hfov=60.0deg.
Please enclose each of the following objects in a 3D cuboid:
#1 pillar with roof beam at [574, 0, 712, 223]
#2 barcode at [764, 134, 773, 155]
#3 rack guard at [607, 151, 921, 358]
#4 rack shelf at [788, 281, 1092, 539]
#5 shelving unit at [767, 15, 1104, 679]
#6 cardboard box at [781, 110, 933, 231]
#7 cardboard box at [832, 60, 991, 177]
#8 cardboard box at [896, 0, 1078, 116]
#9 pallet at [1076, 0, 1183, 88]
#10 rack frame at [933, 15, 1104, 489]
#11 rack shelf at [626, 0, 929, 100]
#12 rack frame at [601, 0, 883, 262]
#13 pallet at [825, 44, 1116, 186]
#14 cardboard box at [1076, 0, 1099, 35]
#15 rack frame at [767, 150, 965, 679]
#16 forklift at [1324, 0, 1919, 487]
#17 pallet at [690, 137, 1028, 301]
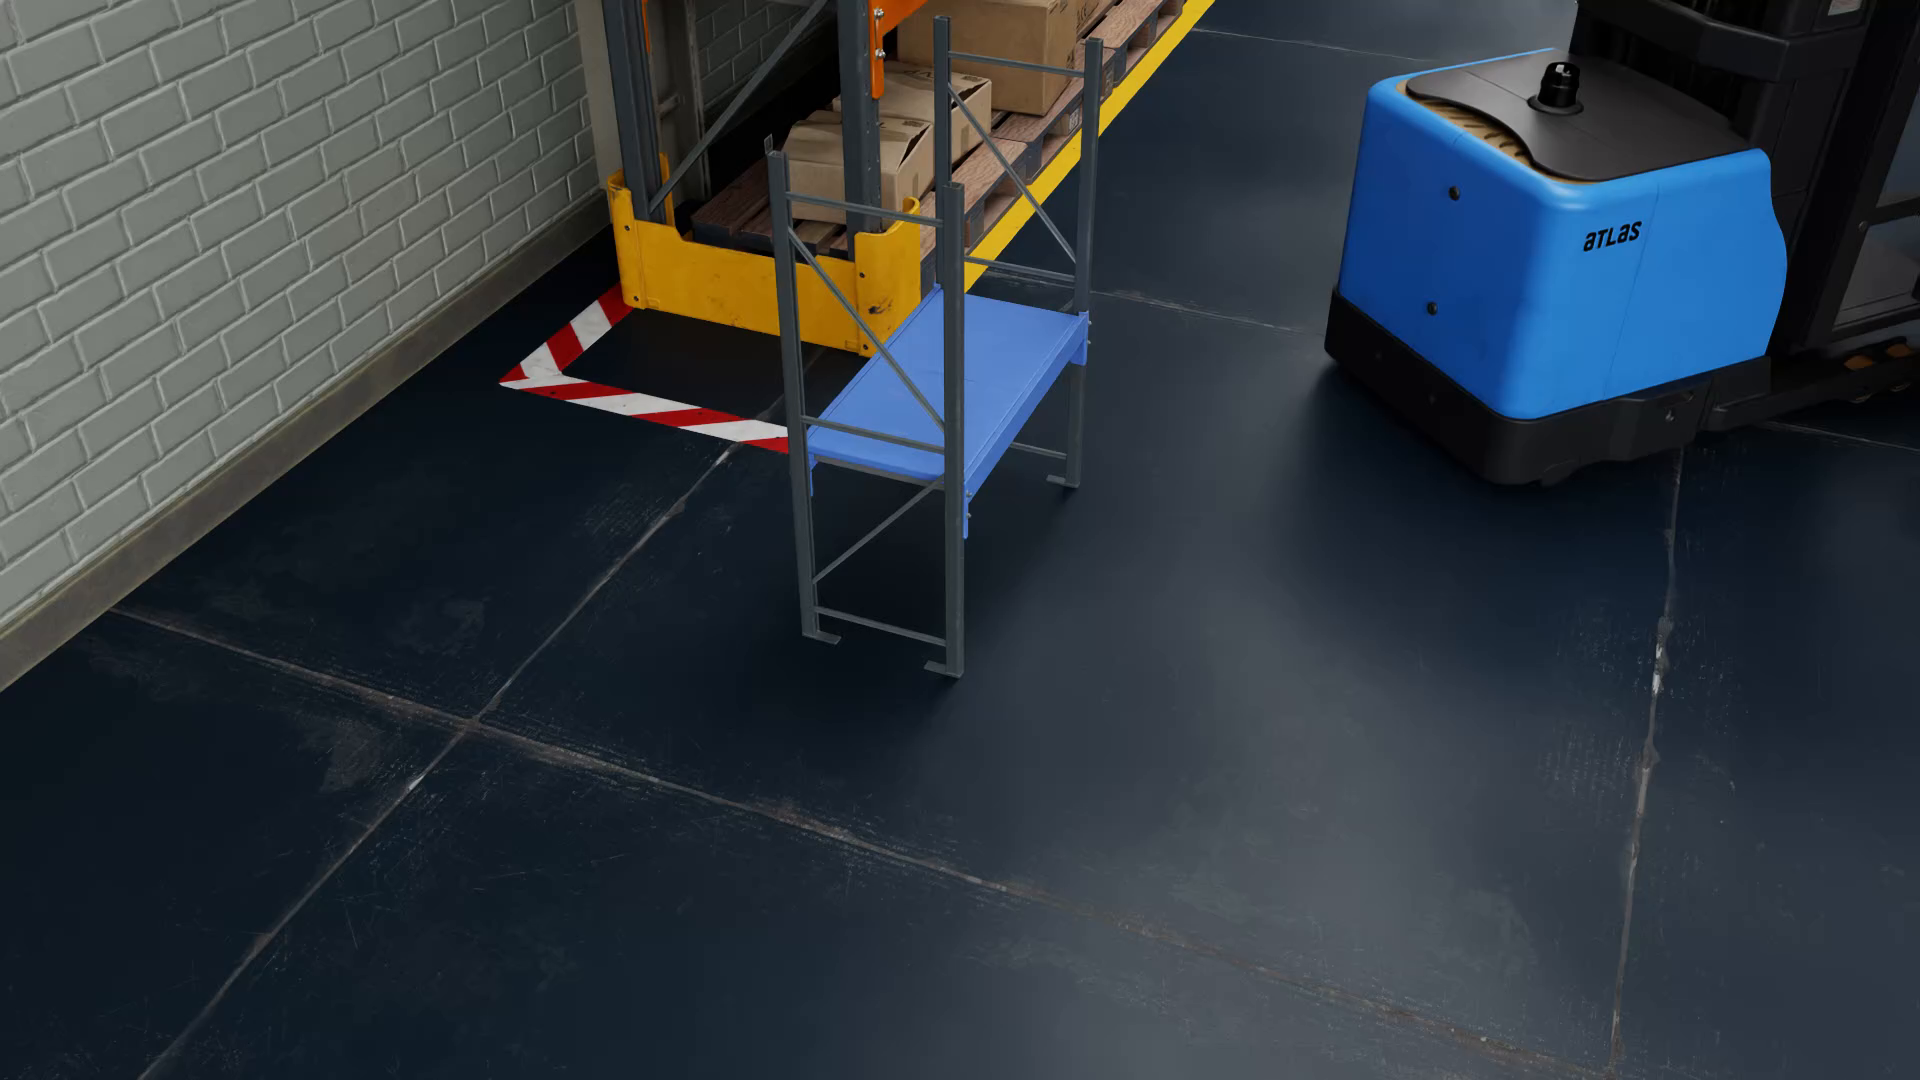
[{"bbox_3d":[2.685,-4.052,3.155,9.100,9.000,0.400,14,39,18],"label":"pillar with roof beam"},{"bbox_3d":[-0.779,-1.612,6.771,0.001,0.075,0.075,14,39,18],"label":"barcode"},{"bbox_3d":[-0.734,-1.086,6.285,1.175,0.500,0.348,14,39,18],"label":"rack guard"},{"bbox_3d":[-0.032,-0.409,4.845,0.538,0.185,1.000,14,39,18],"label":"rack shelf"},{"bbox_3d":[-0.032,-0.554,4.738,0.538,1.500,1.048,14,39,18],"label":"shelving unit"},{"bbox_3d":[-0.416,-1.507,6.639,0.500,0.311,0.500,10,38,13],"label":"cardboard box"},{"bbox_3d":[-0.199,-1.822,7.061,0.500,0.311,0.500,17,40,21],"label":"cardboard box"},{"bbox_3d":[0.126,-2.293,7.533,0.700,0.500,0.500,11,38,15],"label":"cardboard box"},{"bbox_3d":[0.536,-2.763,8.770,1.003,0.211,1.213,14,39,18],"label":"pallet"},{"bbox_3d":[0.161,-0.835,5.114,0.500,1.500,0.032,14,39,18],"label":"rack frame"},{"bbox_3d":[-0.002,-2.864,7.177,1.077,0.370,4.000,14,39,18],"label":"rack shelf"},{"bbox_3d":[-0.763,-2.045,5.480,1.000,3.000,0.127,14,39,18],"label":"rack frame"},{"bbox_3d":[0.074,-2.085,7.863,1.003,0.211,1.213,14,39,18],"label":"pallet"},{"bbox_3d":[0.401,-2.851,8.279,0.500,0.500,0.500,11,38,14],"label":"cardboard box"},{"bbox_3d":[-0.226,-0.272,4.361,0.500,1.500,0.032,14,39,18],"label":"rack frame"},{"bbox_3d":[2.891,-1.932,5.386,3.031,2.935,1.130,-15,39,-19],"label":"forklift"},{"bbox_3d":[-0.392,-1.412,6.963,1.003,0.211,1.213,14,39,18],"label":"pallet"}]
